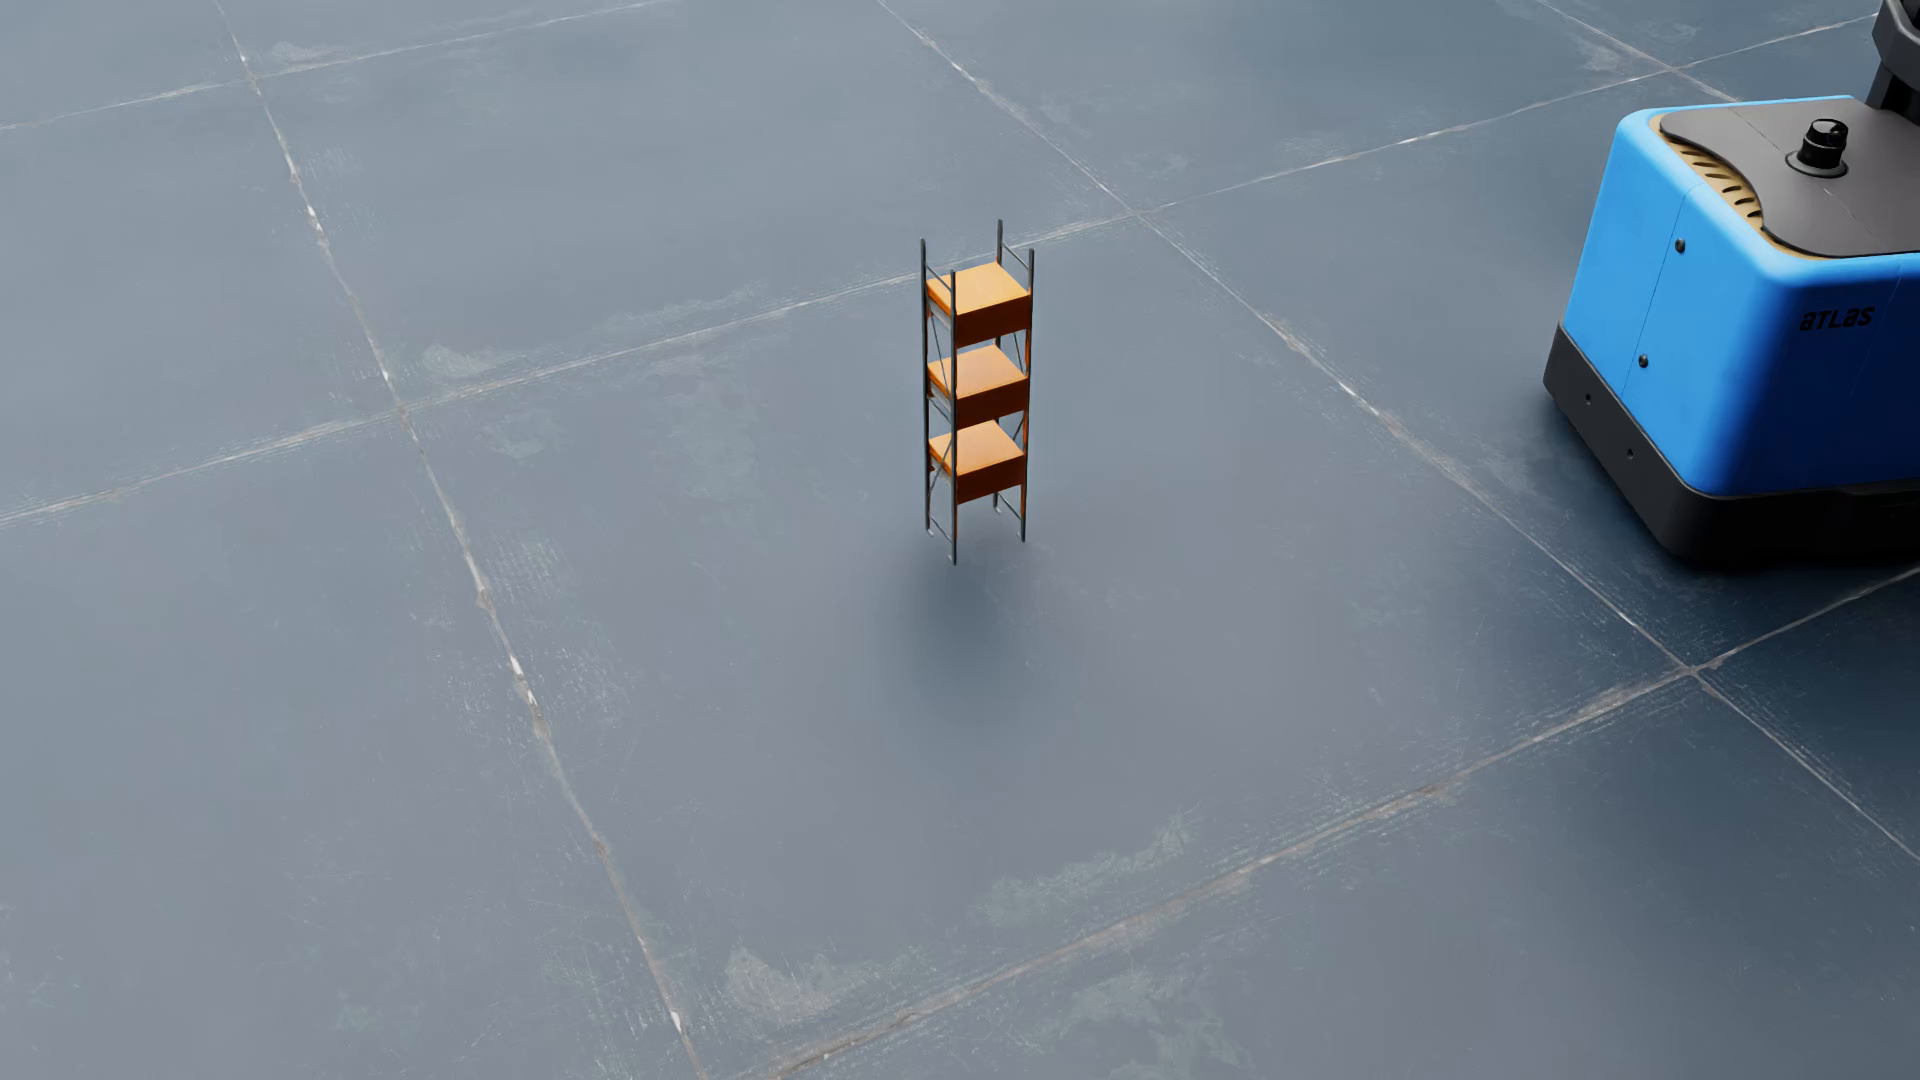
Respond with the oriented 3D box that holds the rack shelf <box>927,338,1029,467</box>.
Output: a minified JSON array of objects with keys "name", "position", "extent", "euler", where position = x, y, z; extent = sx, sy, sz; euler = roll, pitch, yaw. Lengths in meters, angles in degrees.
[{"name":"rack shelf","position":[0.047,-0.409,4.937],"extent":[0.240,0.259,0.215],"euler":[-19,44,-21]}]

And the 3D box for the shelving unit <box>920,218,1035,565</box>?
[{"name":"shelving unit","position":[0.047,-0.417,4.930],"extent":[0.252,1.050,0.215],"euler":[-19,44,-21]}]

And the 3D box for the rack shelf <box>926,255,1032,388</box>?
[{"name":"rack shelf","position":[0.047,-0.625,4.753],"extent":[0.240,0.259,0.215],"euler":[-19,44,-21]}]

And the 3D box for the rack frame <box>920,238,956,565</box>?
[{"name":"rack frame","position":[-0.061,-0.380,4.887],"extent":[0.008,1.050,0.200],"euler":[-19,44,-21]}]

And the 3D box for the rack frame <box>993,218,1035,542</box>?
[{"name":"rack frame","position":[0.156,-0.453,4.973],"extent":[0.008,1.050,0.200],"euler":[-19,44,-21]}]

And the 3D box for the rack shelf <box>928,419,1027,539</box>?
[{"name":"rack shelf","position":[0.047,-0.196,5.116],"extent":[0.240,0.259,0.215],"euler":[-19,44,-21]}]

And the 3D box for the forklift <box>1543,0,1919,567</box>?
[{"name":"forklift","position":[3.589,-1.474,4.722],"extent":[3.031,2.935,1.130],"euler":[-6,41,-7]}]
